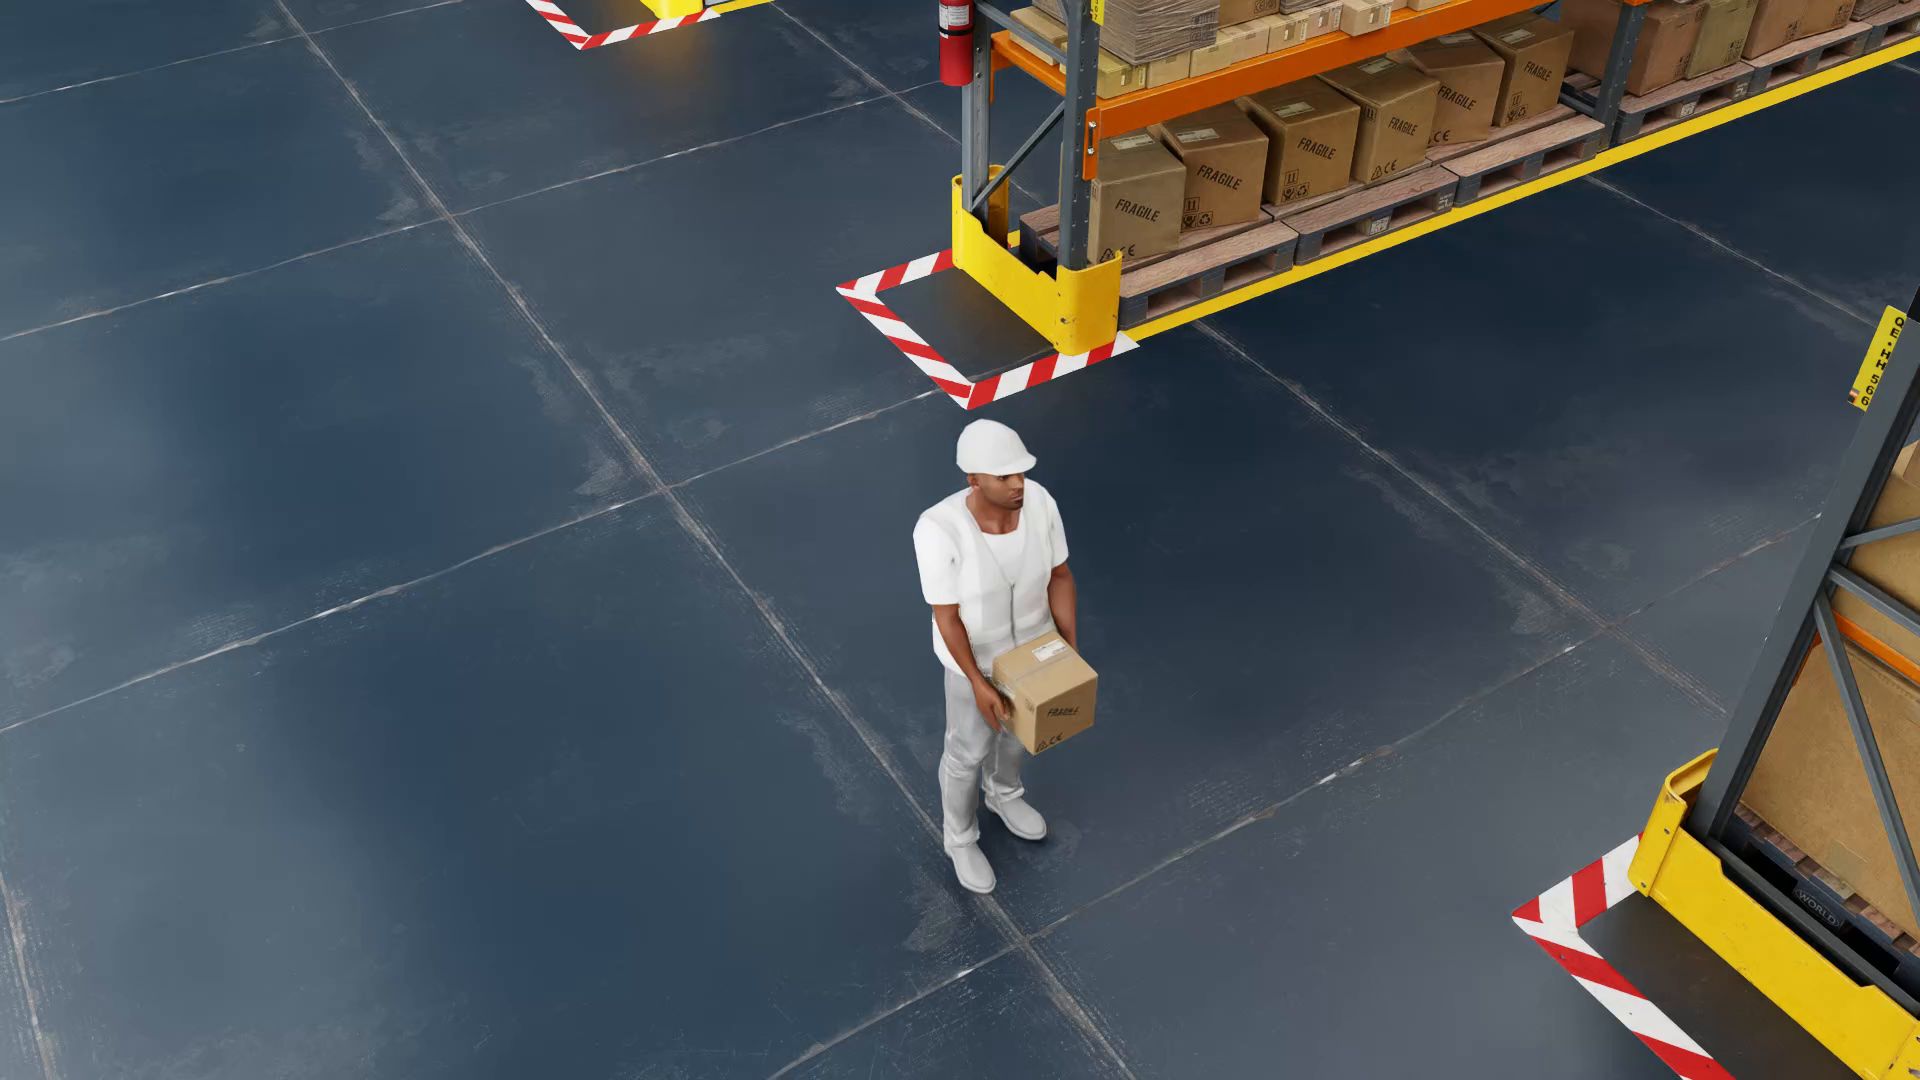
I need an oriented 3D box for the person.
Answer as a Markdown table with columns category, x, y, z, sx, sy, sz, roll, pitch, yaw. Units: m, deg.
| category | x | y | z | sx | sy | sz | roll | pitch | yaw |
| --- | --- | --- | --- | --- | --- | --- | --- | --- | --- |
| person | 0.154 | 0.395 | 5.670 | 0.564 | 1.772 | 0.529 | -22 | 45 | -24 |
